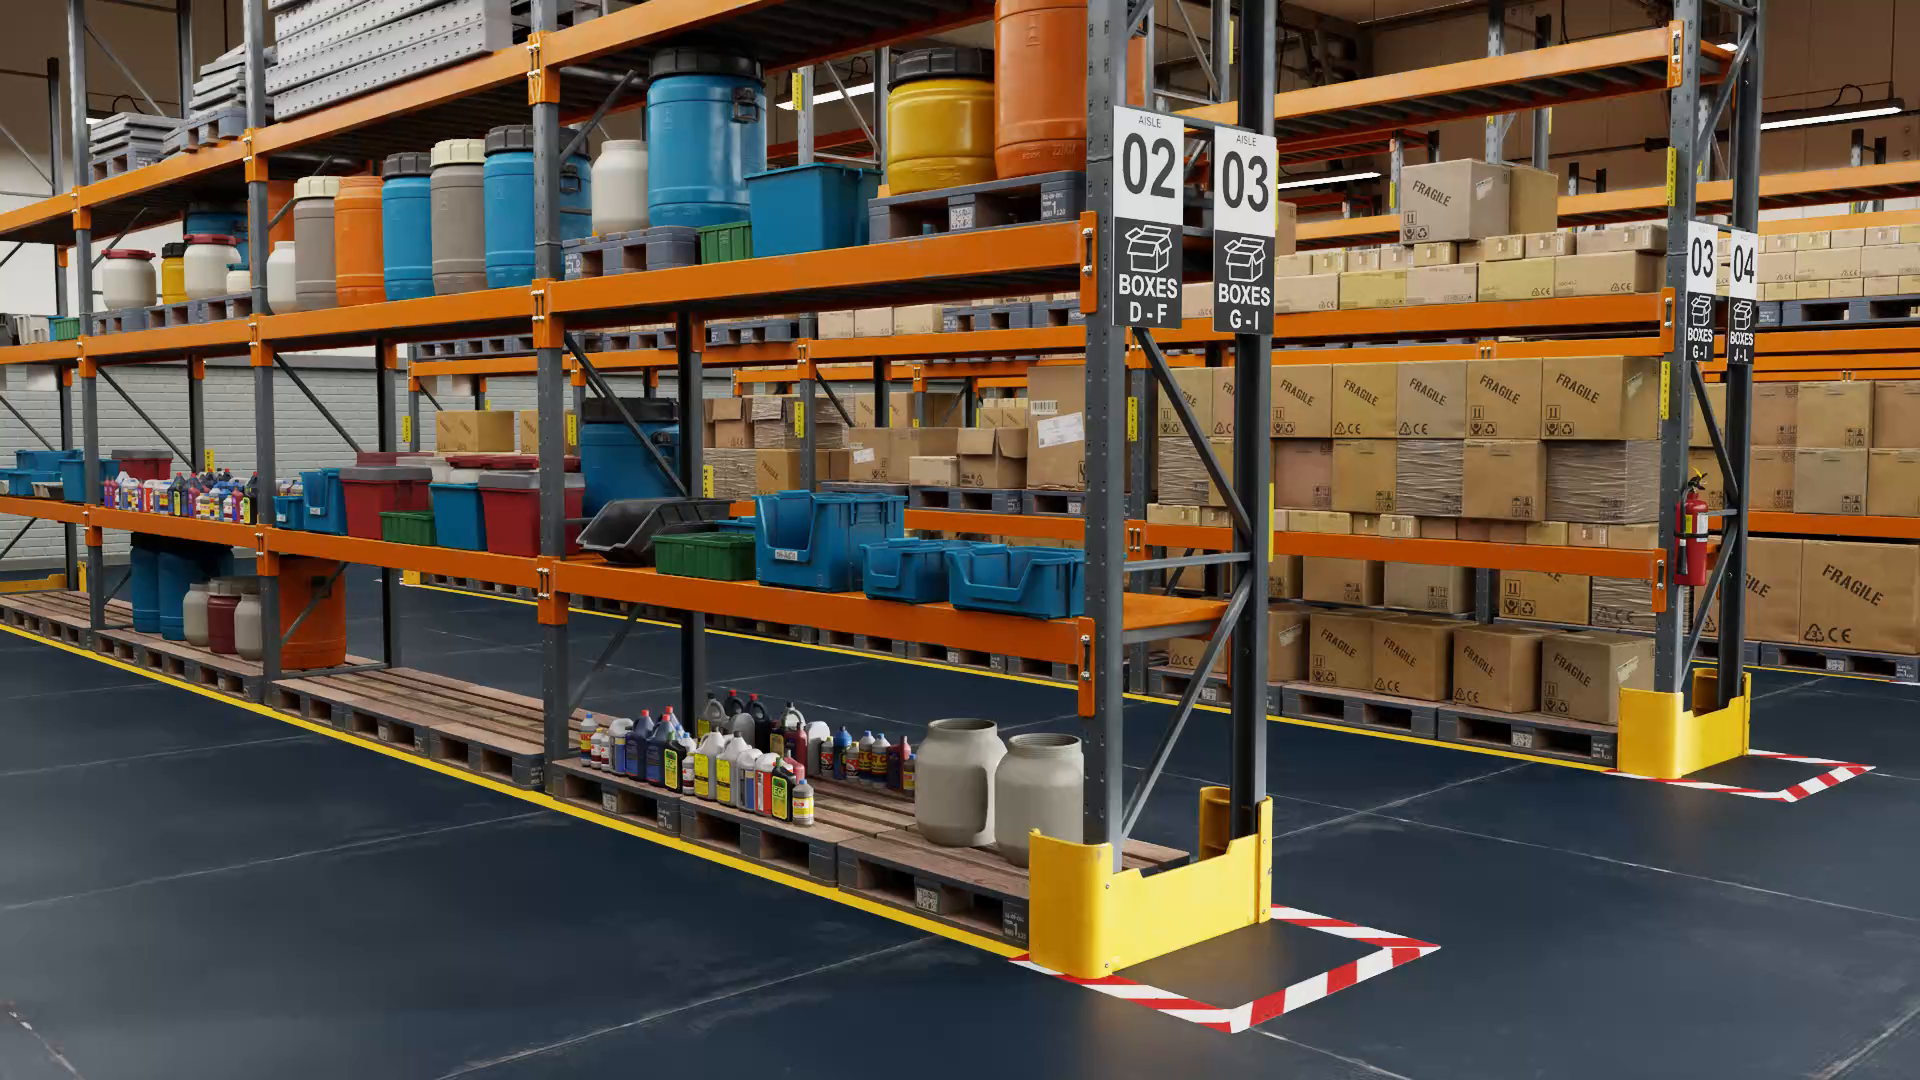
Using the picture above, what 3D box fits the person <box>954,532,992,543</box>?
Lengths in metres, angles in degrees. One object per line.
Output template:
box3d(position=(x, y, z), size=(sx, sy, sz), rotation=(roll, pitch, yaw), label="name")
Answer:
box3d(position=(0.132, -0.012, 17.586), size=(0.346, 1.655, 0.506), rotation=(-4, 6, -43), label="person")
